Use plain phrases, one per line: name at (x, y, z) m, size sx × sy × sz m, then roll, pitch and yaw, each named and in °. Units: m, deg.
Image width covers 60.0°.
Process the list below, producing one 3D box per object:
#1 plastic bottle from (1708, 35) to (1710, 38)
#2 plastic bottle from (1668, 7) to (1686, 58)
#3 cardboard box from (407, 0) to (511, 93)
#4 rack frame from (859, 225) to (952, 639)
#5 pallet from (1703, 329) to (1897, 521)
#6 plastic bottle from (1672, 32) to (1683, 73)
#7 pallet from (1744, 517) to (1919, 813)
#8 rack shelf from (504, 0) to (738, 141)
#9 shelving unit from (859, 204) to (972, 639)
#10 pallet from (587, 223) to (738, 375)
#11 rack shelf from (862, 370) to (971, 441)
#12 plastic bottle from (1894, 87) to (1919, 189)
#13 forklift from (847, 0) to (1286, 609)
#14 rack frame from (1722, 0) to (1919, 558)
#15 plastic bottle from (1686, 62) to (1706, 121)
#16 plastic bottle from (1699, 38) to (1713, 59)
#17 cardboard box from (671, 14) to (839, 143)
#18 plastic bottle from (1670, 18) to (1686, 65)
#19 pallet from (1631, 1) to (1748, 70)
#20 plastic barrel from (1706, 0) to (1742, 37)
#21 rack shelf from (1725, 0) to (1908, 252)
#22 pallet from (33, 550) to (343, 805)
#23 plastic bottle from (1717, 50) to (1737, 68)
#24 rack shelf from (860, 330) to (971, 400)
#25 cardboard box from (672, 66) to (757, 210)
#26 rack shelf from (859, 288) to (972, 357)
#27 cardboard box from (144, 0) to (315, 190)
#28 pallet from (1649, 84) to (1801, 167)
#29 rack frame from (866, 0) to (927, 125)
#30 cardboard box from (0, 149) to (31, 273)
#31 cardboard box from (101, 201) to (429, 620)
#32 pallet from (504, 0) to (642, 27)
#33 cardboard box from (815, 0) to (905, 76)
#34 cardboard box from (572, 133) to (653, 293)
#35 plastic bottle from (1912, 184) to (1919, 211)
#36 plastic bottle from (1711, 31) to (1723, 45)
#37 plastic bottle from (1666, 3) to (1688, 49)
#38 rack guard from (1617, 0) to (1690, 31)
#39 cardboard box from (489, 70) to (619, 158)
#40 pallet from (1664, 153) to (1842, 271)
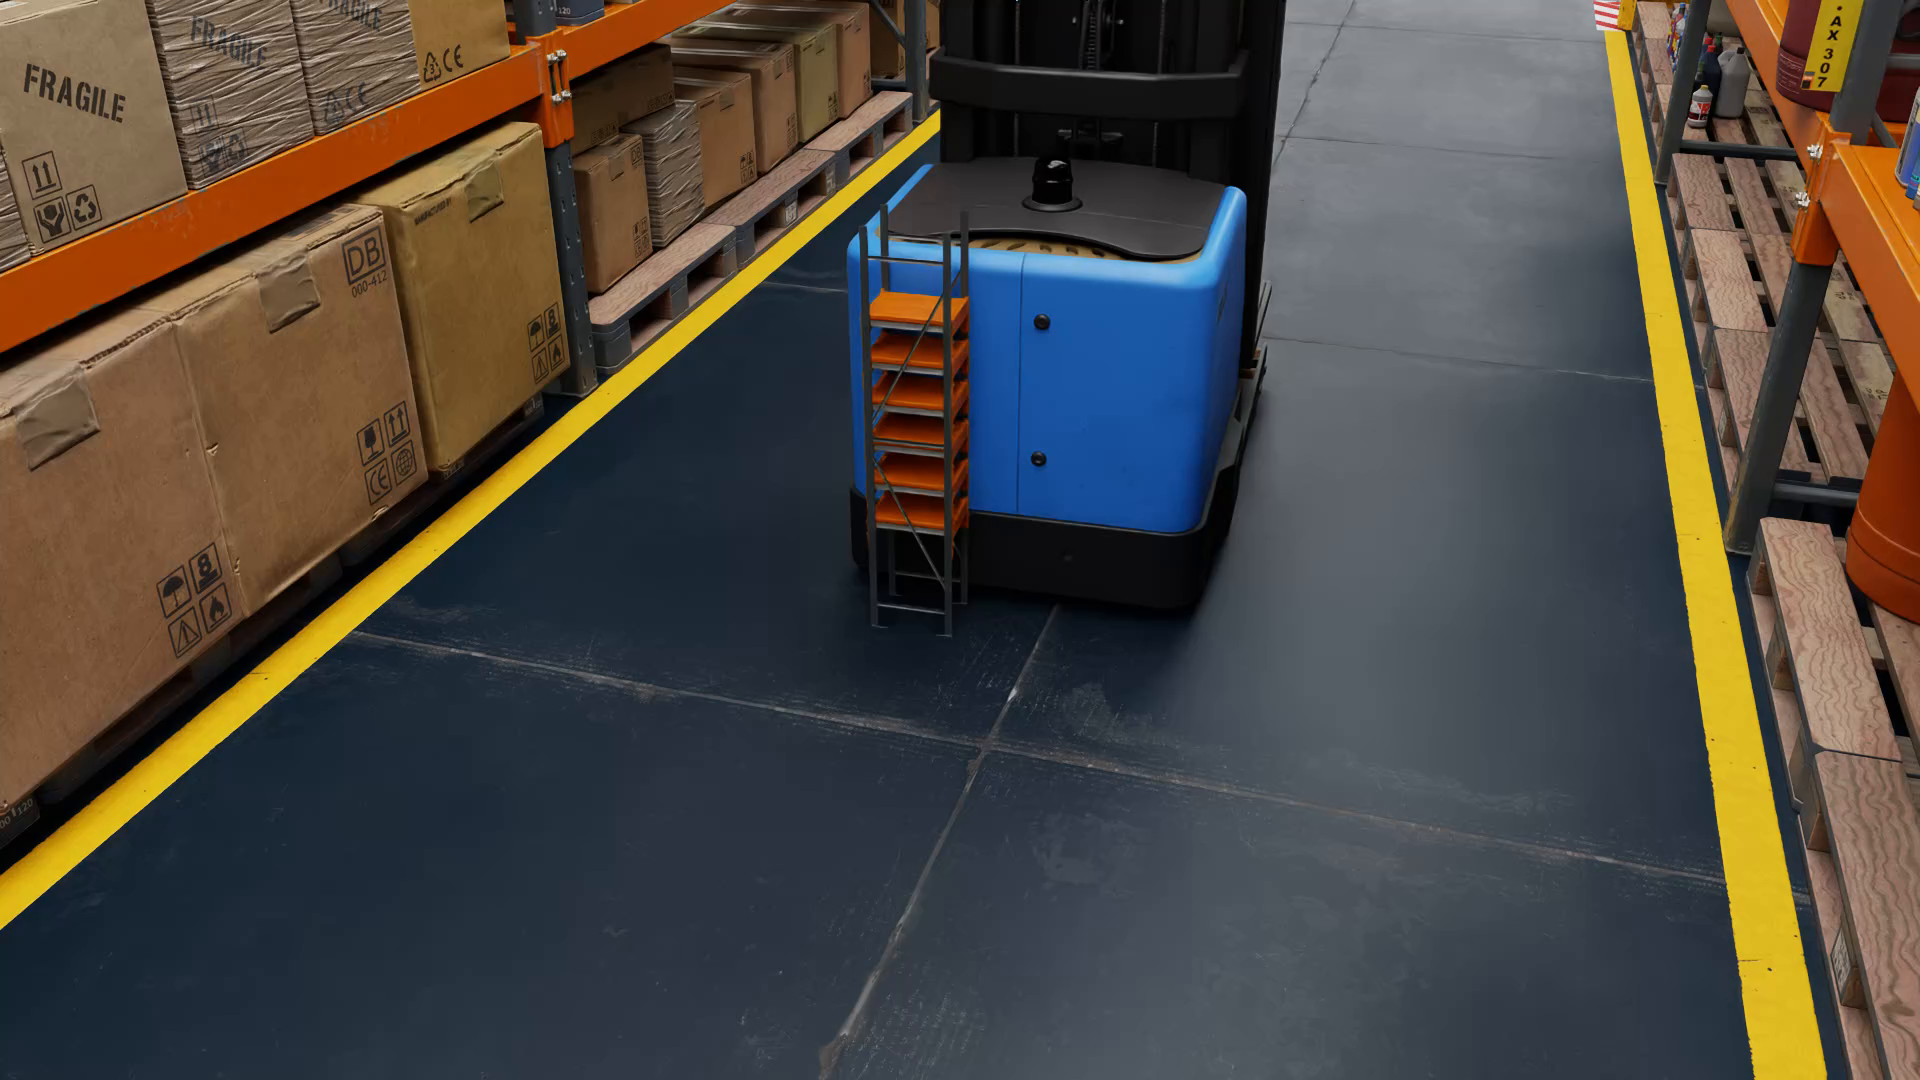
plastic bottle at (4.165, -2.738, 9.435) m, size 0.152 × 0.276 × 0.135 m, roll 9°, pitch 30°, yaw 16°
plastic bottle at (4.309, -3.044, 9.979) m, size 0.061 × 0.283 × 0.133 m, roll 9°, pitch 30°, yaw 16°
cardboard box at (-1.768, -1.708, 5.132) m, size 0.500 × 0.500 × 0.500 m, roll 9°, pitch 30°, yaw 16°
rack frame at (-0.139, -0.258, 4.480) m, size 0.240 × 1.200 × 0.006 m, roll 7°, pitch 30°, yaw 12°
pallet at (3.139, -0.358, 5.676) m, size 1.003 × 0.211 × 1.213 m, roll 8°, pitch 30°, yaw 15°
plastic bottle at (4.203, -2.842, 9.627) m, size 0.097 × 0.271 × 0.097 m, roll 0°, pitch 29°, yaw 0°
pallet at (2.683, 0.369, 4.370) m, size 1.003 × 0.211 × 1.213 m, roll 8°, pitch 30°, yaw 15°
rack shelf at (-1.273, -2.544, 7.477) m, size 1.077 × 0.370 × 4.000 m, roll 8°, pitch 30°, yaw 15°
shelving unit at (-0.116, -0.301, 4.557) m, size 0.258 × 1.200 × 0.189 m, roll 7°, pitch 30°, yaw 12°
pallet at (-1.630, -1.073, 6.962) m, size 1.003 × 0.211 × 1.213 m, roll 8°, pitch 30°, yaw 15°
rack shelf at (-0.116, -0.367, 4.520) m, size 0.258 × 0.103 × 0.180 m, roll 7°, pitch 30°, yaw 12°
plastic bottle at (2.438, -1.013, 4.113) m, size 0.152 × 0.276 × 0.135 m, roll 8°, pitch 30°, yaw 15°
forklift at (0.534, -1.786, 5.446) m, size 1.130 × 2.935 × 3.031 m, roll 7°, pitch 30°, yaw 12°
rack frame at (2.874, -1.222, 4.361) m, size 1.000 × 3.000 × 0.127 m, roll 8°, pitch 30°, yaw 15°
plastic bottle at (3.874, -2.357, 8.743) m, size 0.061 × 0.283 × 0.133 m, roll 10°, pitch 31°, yaw 17°
plastic bottle at (4.018, -2.545, 9.012) m, size 0.144 × 0.351 × 0.185 m, roll 7°, pitch 30°, yaw 12°
cardboard box at (-1.045, -2.386, 8.573) m, size 0.700 × 0.500 × 0.500 m, roll 8°, pitch 30°, yaw 15°
plastic bottle at (4.262, -2.936, 9.796) m, size 0.097 × 0.271 × 0.097 m, roll 0°, pitch 29°, yaw 0°
pallet at (5.002, -3.302, 10.969) m, size 1.003 × 0.211 × 1.213 m, roll 8°, pitch 30°, yaw 15°
plastic barrel at (4.955, -3.487, 10.559) m, size 0.421 × 0.512 × 0.421 m, roll 0°, pitch 29°, yaw 0°
rack shelf at (3.461, -1.837, 6.207) m, size 1.077 × 0.370 × 4.000 m, roll 8°, pitch 30°, yaw 15°
pallet at (-2.524, 0.210, 4.654) m, size 1.003 × 0.211 × 1.213 m, roll 8°, pitch 30°, yaw 15°
plastic bottle at (4.167, -2.503, 9.013) m, size 0.152 × 0.276 × 0.135 m, roll 8°, pitch 30°, yaw 15°
rack shelf at (-0.116, -0.472, 4.462) m, size 0.258 × 0.103 × 0.180 m, roll 7°, pitch 30°, yaw 12°
cardboard box at (-1.373, -1.867, 7.639) m, size 0.700 × 0.500 × 0.500 m, roll 11°, pitch 31°, yaw 19°
rack shelf at (-0.116, -0.577, 4.404) m, size 0.258 × 0.103 × 0.180 m, roll 7°, pitch 30°, yaw 12°
cardboard box at (-2.070, -1.235, 4.282) m, size 0.500 × 0.500 × 0.500 m, roll 8°, pitch 30°, yaw 13°
pallet at (4.285, -2.169, 8.931) m, size 1.003 × 0.211 × 1.213 m, roll 8°, pitch 30°, yaw 15°
rack frame at (-0.686, -3.788, 8.973) m, size 1.000 × 3.000 × 0.127 m, roll 8°, pitch 30°, yaw 15°
cardboard box at (-2.367, -0.758, 3.424) m, size 0.500 × 0.500 × 0.500 m, roll 8°, pitch 30°, yaw 14°
cardboard box at (-2.352, -0.453, 4.732) m, size 1.225 × 0.875 × 0.875 m, roll 9°, pitch 30°, yaw 15°
pallet at (-1.753, -2.191, 6.301) m, size 1.213 × 0.211 × 1.003 m, roll 8°, pitch 30°, yaw 15°
cardboard box at (-0.531, -3.059, 9.803) m, size 0.500 × 0.500 × 0.500 m, roll 8°, pitch 30°, yaw 13°
cardboard box at (-1.683, -1.343, 6.697) m, size 0.700 × 0.500 × 0.500 m, roll 7°, pitch 30°, yaw 12°
plastic bottle at (2.350, -0.885, 3.960) m, size 0.097 × 0.201 × 0.097 m, roll 0°, pitch 29°, yaw 0°
plastic bottle at (4.267, -2.726, 9.406) m, size 0.061 × 0.283 × 0.133 m, roll 8°, pitch 30°, yaw 15°
plastic bottle at (4.392, -3.142, 10.166) m, size 0.097 × 0.271 × 0.097 m, roll 0°, pitch 29°, yaw 0°
rack guard at (5.245, -3.805, 11.577) m, size 1.175 × 0.500 × 0.348 m, roll 8°, pitch 30°, yaw 15°
cardboard box at (-1.692, -1.672, 6.518) m, size 0.500 × 0.250 × 0.500 m, roll 10°, pitch 31°, yaw 17°
pallet at (3.855, -1.492, 7.715) m, size 1.003 × 0.211 × 1.213 m, roll 8°, pitch 30°, yaw 15°
